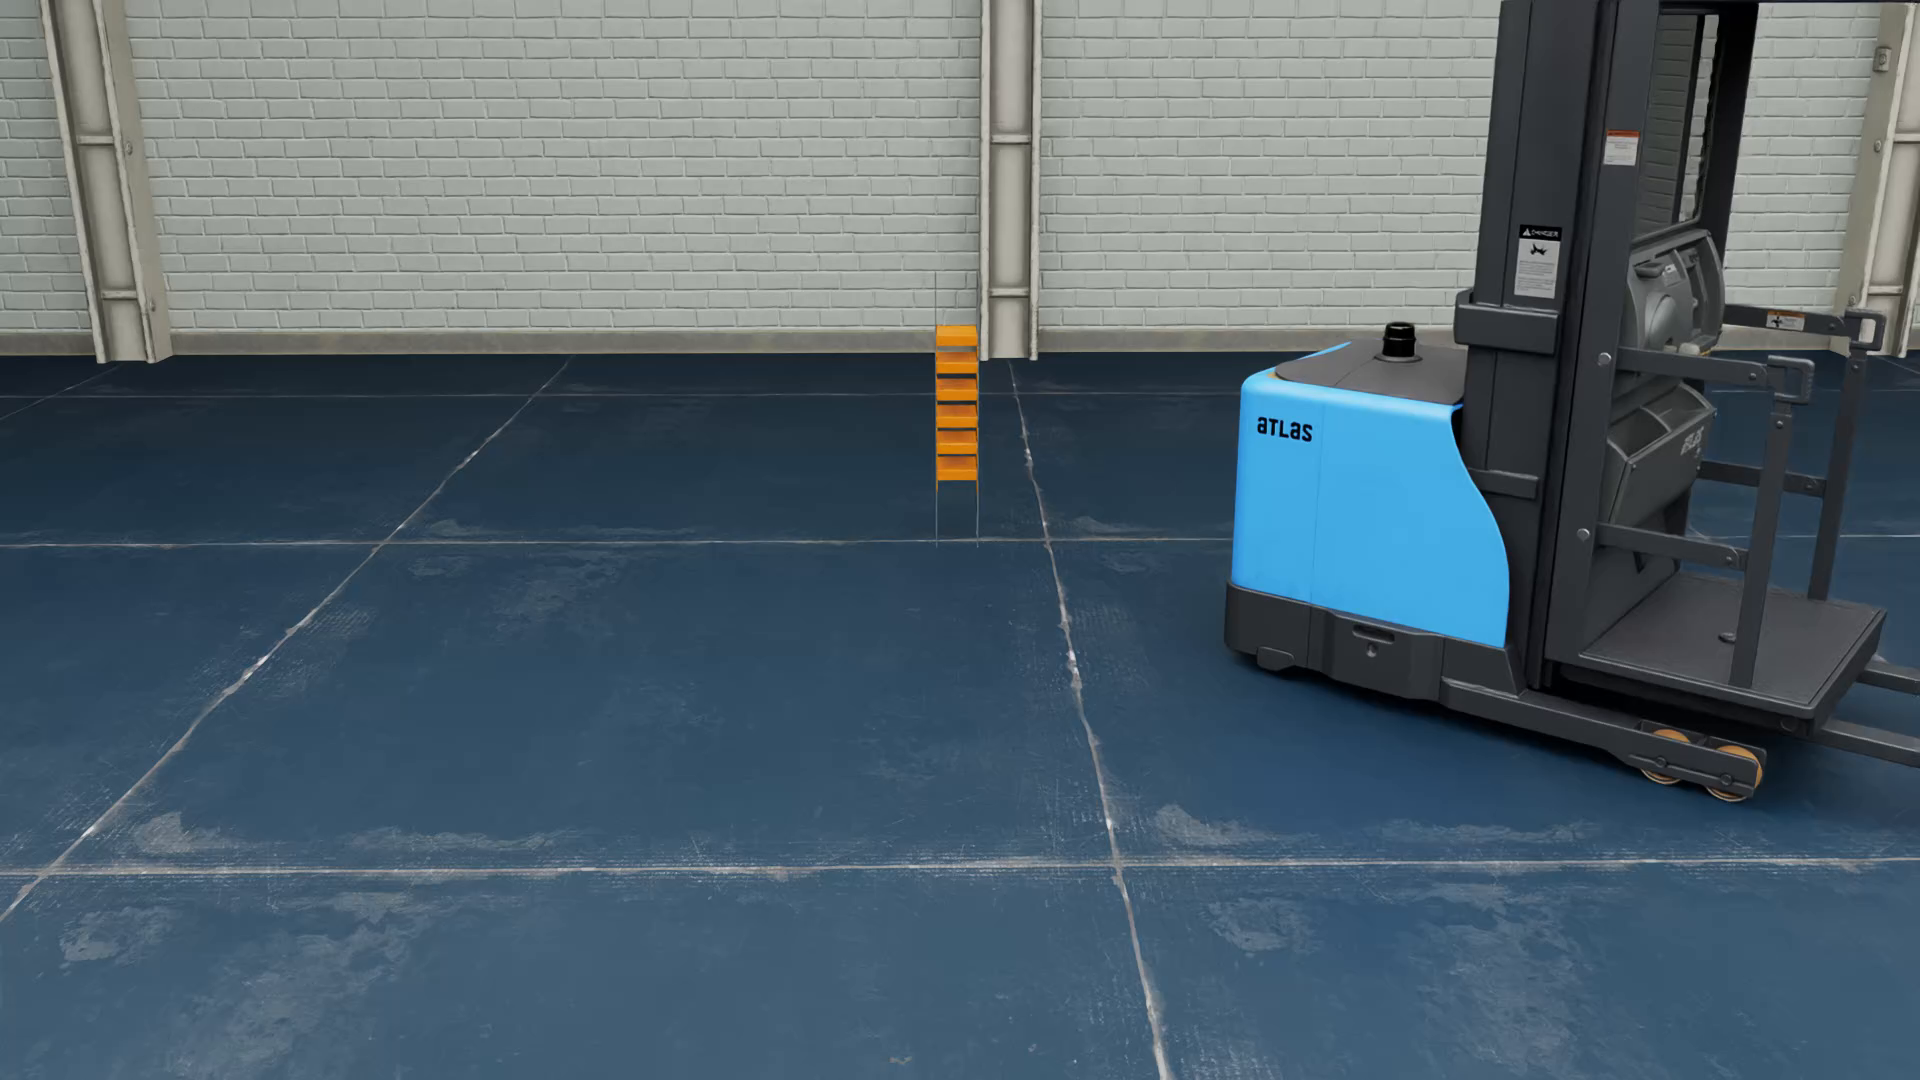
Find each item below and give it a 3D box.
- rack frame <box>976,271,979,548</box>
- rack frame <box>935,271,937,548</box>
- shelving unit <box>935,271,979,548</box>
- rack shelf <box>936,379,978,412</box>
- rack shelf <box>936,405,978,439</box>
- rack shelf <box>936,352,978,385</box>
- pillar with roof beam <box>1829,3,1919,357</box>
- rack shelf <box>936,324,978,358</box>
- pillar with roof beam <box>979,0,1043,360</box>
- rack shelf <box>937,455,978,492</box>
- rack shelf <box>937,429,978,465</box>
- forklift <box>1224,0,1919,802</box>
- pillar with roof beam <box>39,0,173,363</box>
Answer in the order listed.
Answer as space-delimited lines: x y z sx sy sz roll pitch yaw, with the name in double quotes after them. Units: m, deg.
0.077 -0.572 7.365 0.006 1.200 0.240 0 18 -1 "rack frame"
-0.106 -0.571 7.363 0.006 1.200 0.240 0 18 -1 "rack frame"
-0.014 -0.571 7.364 0.189 1.200 0.258 0 18 -1 "shelving unit"
-0.014 -0.643 7.341 0.180 0.103 0.258 0 18 -1 "rack shelf"
-0.014 -0.529 7.378 0.180 0.103 0.258 0 18 -1 "rack shelf"
-0.014 -0.757 7.304 0.180 0.103 0.258 0 18 -1 "rack shelf"
6.399 -4.276 6.146 0.400 9.000 9.100 0 18 -1 "pillar with roof beam"
-0.014 -0.872 7.268 0.180 0.103 0.258 0 18 -1 "rack shelf"
0.400 -4.247 6.056 0.400 9.000 9.100 0 18 -1 "pillar with roof beam"
-0.014 -0.300 7.451 0.180 0.103 0.258 0 18 -1 "rack shelf"
-0.014 -0.415 7.414 0.180 0.103 0.258 0 18 -1 "rack shelf"
2.443 -0.782 5.186 3.031 2.935 1.130 14 22 36 "forklift"
-5.599 -4.218 5.966 0.400 9.000 9.100 0 18 -1 "pillar with roof beam"
